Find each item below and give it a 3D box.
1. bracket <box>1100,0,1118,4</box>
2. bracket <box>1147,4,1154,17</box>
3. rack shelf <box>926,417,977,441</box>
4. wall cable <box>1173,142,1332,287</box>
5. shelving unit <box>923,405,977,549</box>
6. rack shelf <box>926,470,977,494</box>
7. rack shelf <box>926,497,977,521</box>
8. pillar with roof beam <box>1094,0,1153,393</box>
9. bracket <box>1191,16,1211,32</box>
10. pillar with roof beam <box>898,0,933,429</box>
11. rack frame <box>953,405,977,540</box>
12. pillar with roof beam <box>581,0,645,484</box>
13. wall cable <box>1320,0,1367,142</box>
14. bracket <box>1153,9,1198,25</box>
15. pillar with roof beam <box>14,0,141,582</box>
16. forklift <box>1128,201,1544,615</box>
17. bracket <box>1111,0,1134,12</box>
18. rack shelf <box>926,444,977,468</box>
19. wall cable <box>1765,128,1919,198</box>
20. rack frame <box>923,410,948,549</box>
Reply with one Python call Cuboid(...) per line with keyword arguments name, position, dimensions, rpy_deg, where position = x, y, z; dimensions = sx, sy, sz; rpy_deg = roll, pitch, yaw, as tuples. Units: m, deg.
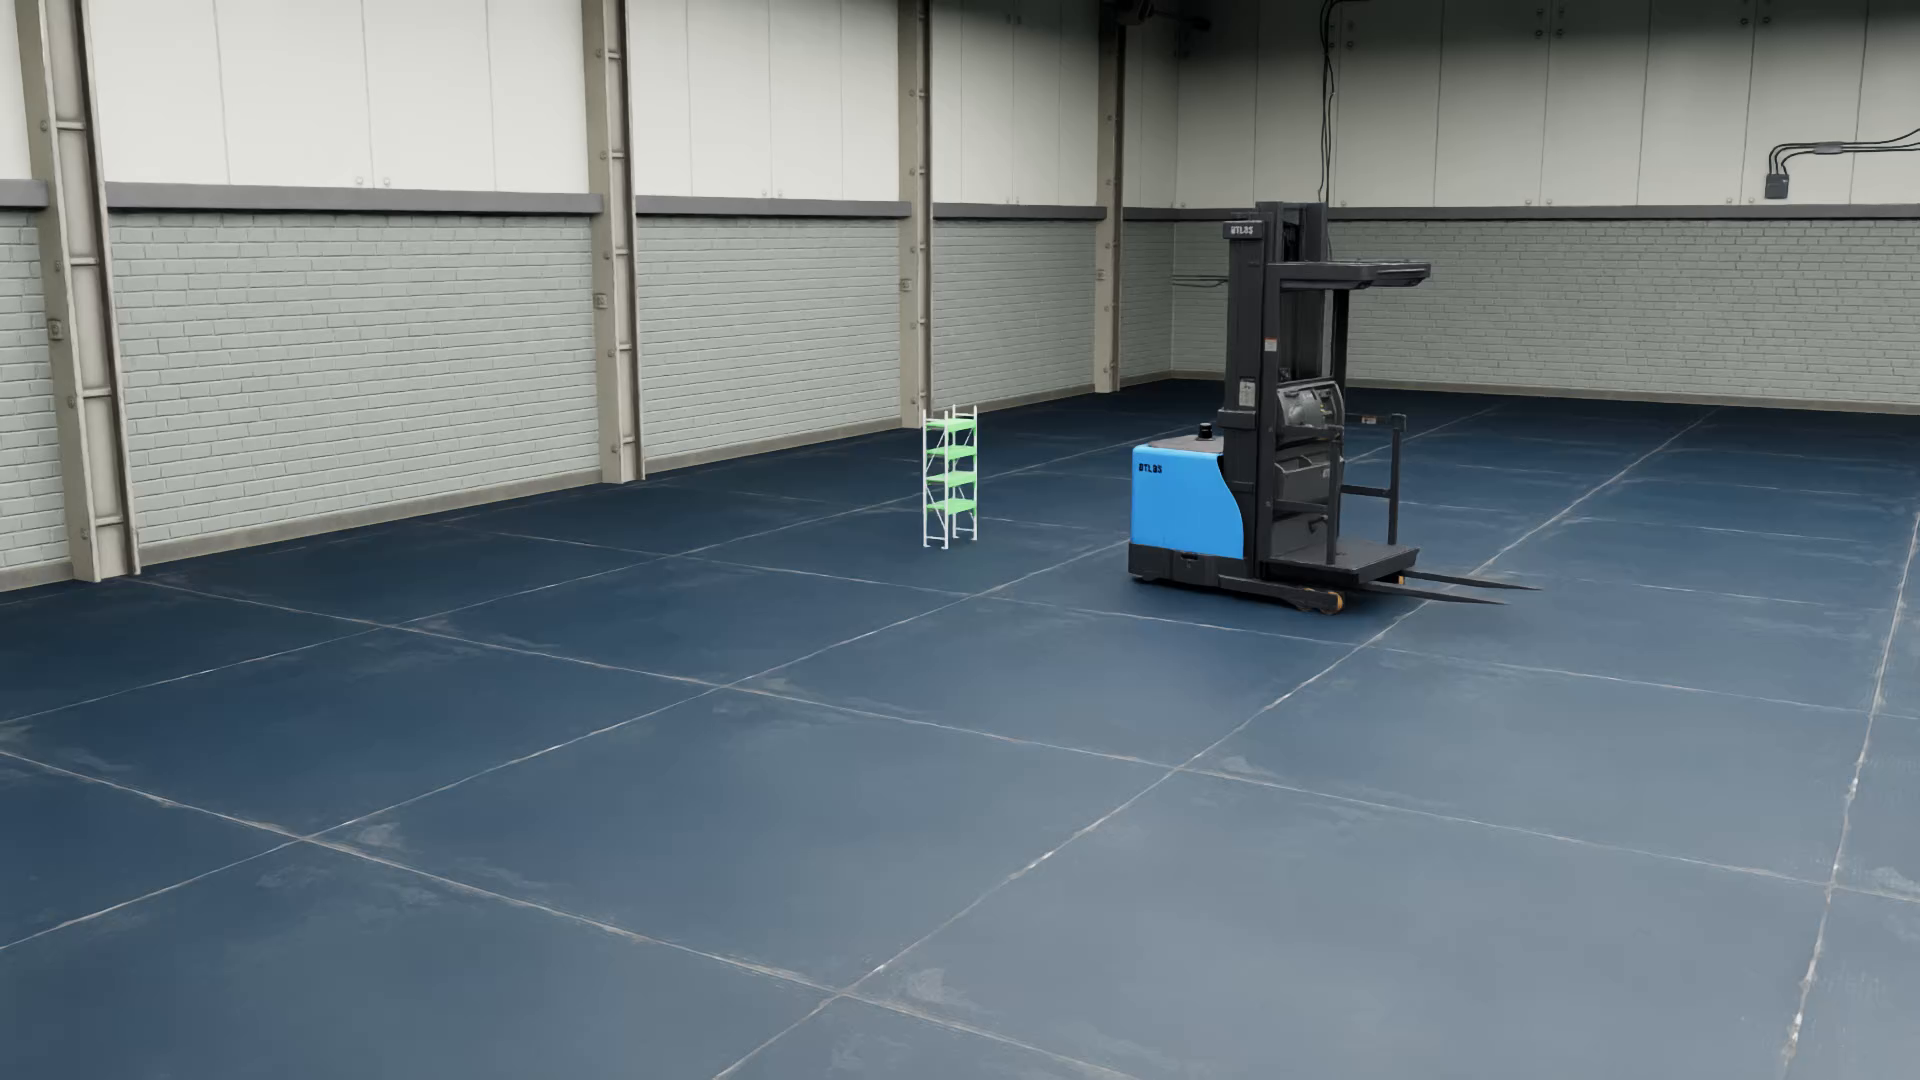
Cuboid(name="bracket", position=(1.259, -8.230, 24.593), dimensions=(0.076, 0.066, 4.783), rpy_deg=(6, 12, 31))
Cuboid(name="bracket", position=(3.028, -8.766, 27.455), dimensions=(0.235, 0.232, 0.430), rpy_deg=(6, 12, 31))
Cuboid(name="rack shelf", position=(-0.086, -0.973, 14.543), dimensions=(0.258, 0.148, 0.480), rpy_deg=(6, 12, 31))
Cuboid(name="wall cable", position=(5.168, -5.776, 29.705), dimensions=(3.097, 2.526, 0.112), rpy_deg=(6, 12, 31))
Cuboid(name="shelving unit", position=(-0.086, -0.564, 14.619), dimensions=(0.258, 1.200, 0.503), rpy_deg=(6, 12, 31))
Cuboid(name="rack shelf", position=(-0.086, -0.501, 14.631), dimensions=(0.258, 0.148, 0.480), rpy_deg=(6, 12, 31))
Cuboid(name="rack shelf", position=(-0.086, -0.265, 14.675), dimensions=(0.258, 0.148, 0.480), rpy_deg=(6, 12, 31))
Cuboid(name="pillar with roof beam", position=(6.188, -6.554, 25.422), dimensions=(9.100, 9.000, 0.548), rpy_deg=(6, 12, 31))
Cuboid(name="bracket", position=(4.258, -9.139, 29.446), dimensions=(0.235, 0.232, 0.430), rpy_deg=(6, 12, 31))
Cuboid(name="pillar with roof beam", position=(3.073, -5.610, 20.382), dimensions=(9.100, 9.000, 0.400), rpy_deg=(6, 12, 31))
Cuboid(name="rack frame", position=(0.041, -0.602, 14.824), dimensions=(0.240, 1.200, 0.015), rpy_deg=(6, 12, 31))
Cuboid(name="pillar with roof beam", position=(-0.042, -4.667, 15.341), dimensions=(9.100, 9.000, 0.400), rpy_deg=(6, 12, 31))
Cuboid(name="wall cable", position=(7.481, -8.000, 27.859), dimensions=(3.097, 2.526, 0.112), rpy_deg=(6, 12, 31))
Cuboid(name="bracket", position=(3.951, -9.046, 28.950), dimensions=(0.076, 0.066, 3.189), rpy_deg=(6, 12, 31))
Cuboid(name="pillar with roof beam", position=(-3.157, -3.723, 10.301), dimensions=(9.100, 9.000, 0.400), rpy_deg=(6, 12, 31))
Cuboid(name="forklift", position=(2.783, -1.012, 12.307), dimensions=(3.031, 2.935, 1.130), rpy_deg=(9, 14, 39))
Cuboid(name="bracket", position=(2.597, -8.635, 26.758), dimensions=(0.235, 0.232, 0.430), rpy_deg=(6, 12, 31))
Cuboid(name="rack shelf", position=(-0.086, -0.737, 14.587), dimensions=(0.258, 0.148, 0.480), rpy_deg=(6, 12, 31))
Cuboid(name="wall cable", position=(13.274, -8.064, 24.248), dimensions=(2.305, 6.003, 0.169), rpy_deg=(6, 12, 31))
Cuboid(name="rack frame", position=(-0.213, -0.525, 14.414), dimensions=(0.240, 1.200, 0.015), rpy_deg=(6, 12, 31))
